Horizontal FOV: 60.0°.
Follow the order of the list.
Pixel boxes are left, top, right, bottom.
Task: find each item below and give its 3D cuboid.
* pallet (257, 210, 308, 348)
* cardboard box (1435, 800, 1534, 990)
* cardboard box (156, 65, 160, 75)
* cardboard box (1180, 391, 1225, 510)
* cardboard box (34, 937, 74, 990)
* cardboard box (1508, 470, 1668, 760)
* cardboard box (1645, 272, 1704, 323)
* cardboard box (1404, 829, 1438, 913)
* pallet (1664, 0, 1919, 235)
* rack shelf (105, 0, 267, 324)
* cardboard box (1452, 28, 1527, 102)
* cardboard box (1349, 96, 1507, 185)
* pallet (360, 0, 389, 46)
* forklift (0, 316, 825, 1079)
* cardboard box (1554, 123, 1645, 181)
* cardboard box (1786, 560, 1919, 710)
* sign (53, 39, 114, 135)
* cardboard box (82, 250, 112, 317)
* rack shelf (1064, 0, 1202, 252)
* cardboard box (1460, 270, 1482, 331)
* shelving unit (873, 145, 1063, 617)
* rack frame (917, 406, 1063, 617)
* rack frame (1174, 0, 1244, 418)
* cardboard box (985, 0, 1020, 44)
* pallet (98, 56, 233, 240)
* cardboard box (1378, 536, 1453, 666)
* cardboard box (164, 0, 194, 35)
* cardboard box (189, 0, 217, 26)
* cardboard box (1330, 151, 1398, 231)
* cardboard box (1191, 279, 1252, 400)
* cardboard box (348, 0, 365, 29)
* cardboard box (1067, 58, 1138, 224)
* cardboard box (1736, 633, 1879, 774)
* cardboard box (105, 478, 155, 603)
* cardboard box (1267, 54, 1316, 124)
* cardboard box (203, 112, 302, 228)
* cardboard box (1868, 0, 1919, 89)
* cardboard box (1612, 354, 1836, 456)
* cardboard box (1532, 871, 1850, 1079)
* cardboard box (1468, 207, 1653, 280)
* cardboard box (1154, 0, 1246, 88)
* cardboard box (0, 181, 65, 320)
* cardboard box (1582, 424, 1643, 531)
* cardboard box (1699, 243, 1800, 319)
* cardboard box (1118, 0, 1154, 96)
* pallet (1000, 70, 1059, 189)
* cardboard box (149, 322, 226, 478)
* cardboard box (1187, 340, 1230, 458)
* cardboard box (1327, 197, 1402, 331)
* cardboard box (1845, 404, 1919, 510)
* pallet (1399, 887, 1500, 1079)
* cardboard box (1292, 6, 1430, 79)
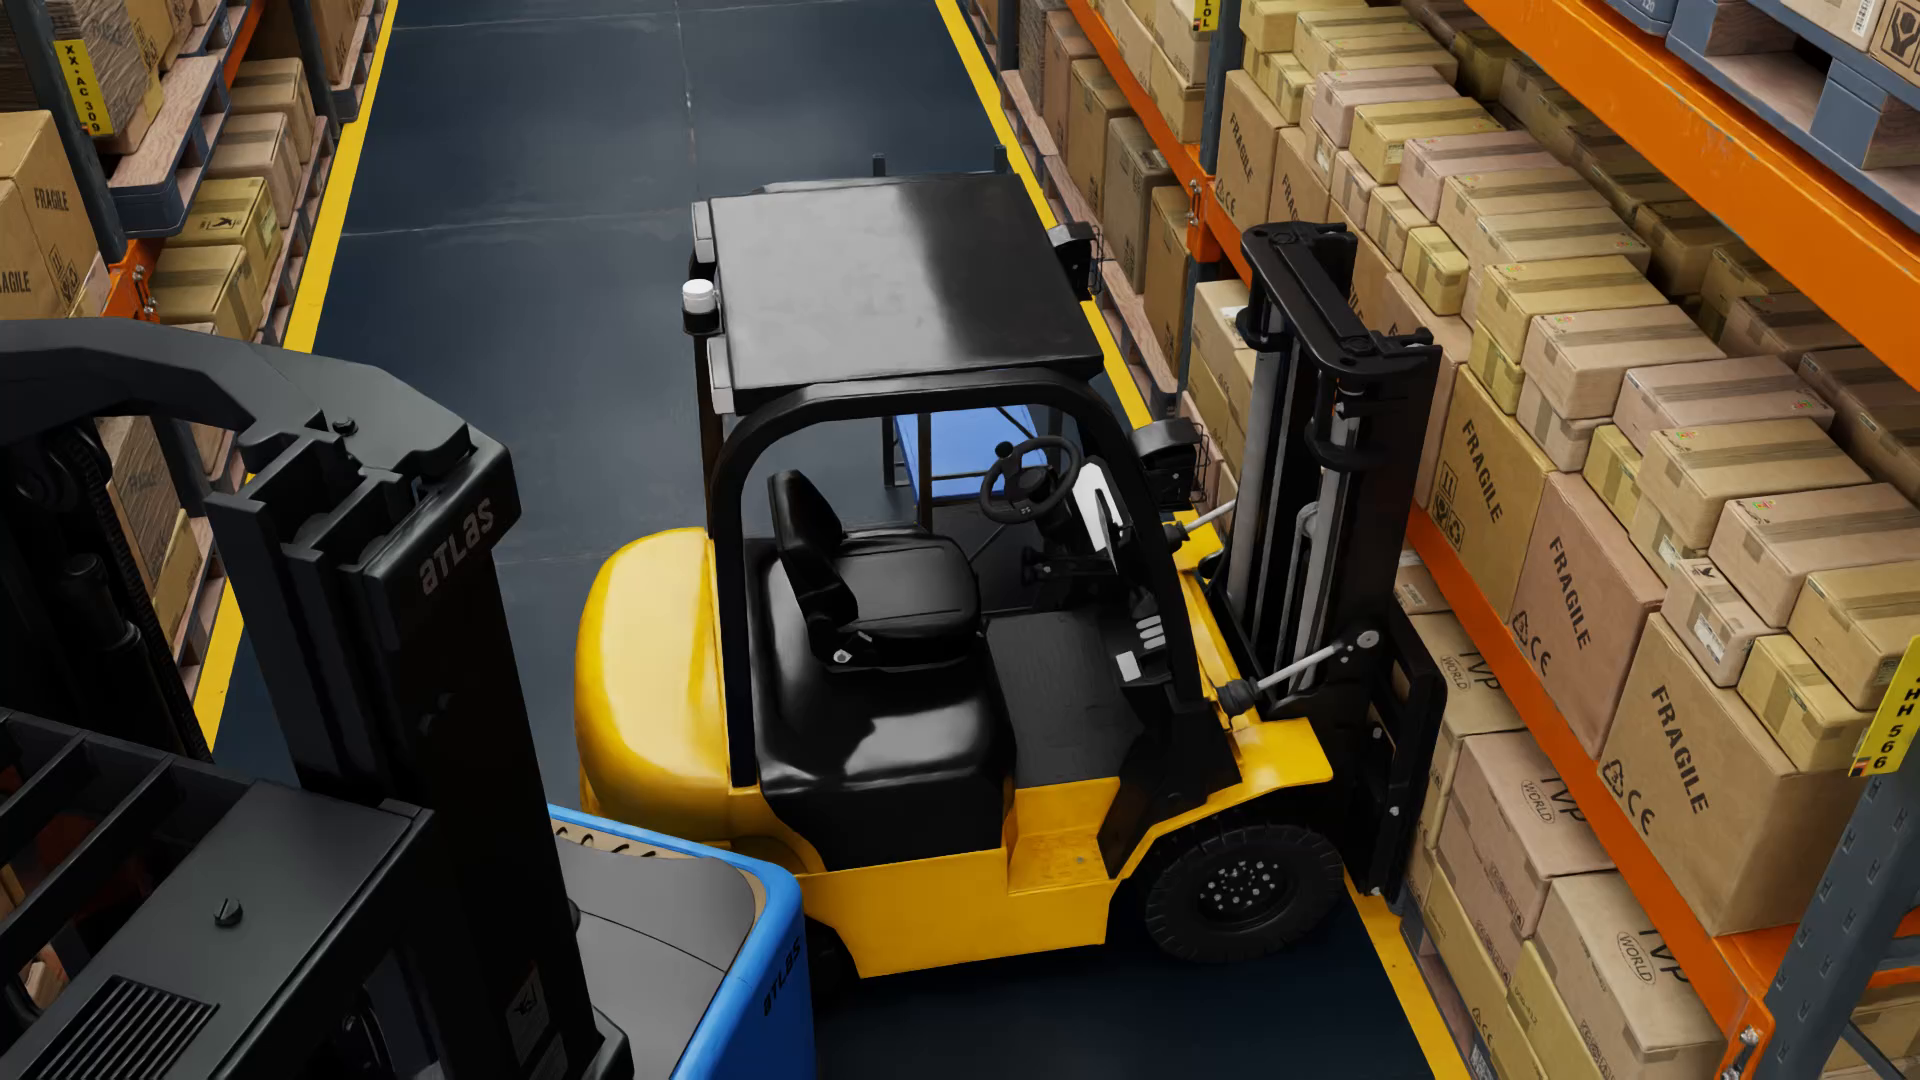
[{"bbox_3d":[-3.808,-1.207,8.131,1.003,0.211,1.213,-6,38,-8],"label":"pallet"},{"bbox_3d":[1.665,0.939,4.588,0.500,0.250,0.500,-7,38,-8],"label":"cardboard box"},{"bbox_3d":[-3.398,-1.848,6.547,0.380,0.149,0.250,-4,38,-5],"label":"cardboard box"},{"bbox_3d":[1.193,-0.388,6.703,0.500,0.250,0.500,-6,38,-7],"label":"cardboard box"},{"bbox_3d":[-2.810,1.082,4.811,0.500,0.250,0.500,-4,38,-5],"label":"cardboard box"},{"bbox_3d":[1.709,0.158,4.020,0.500,0.500,0.500,-5,38,-7],"label":"cardboard box"},{"bbox_3d":[2.085,-0.676,4.565,0.380,0.149,0.250,-6,38,-8],"label":"cardboard box"},{"bbox_3d":[1.585,0.846,5.115,0.500,0.250,0.500,-6,38,-7],"label":"cardboard box"},{"bbox_3d":[2.037,-0.799,2.960,1.003,0.211,1.213,-6,38,-8],"label":"pallet"},{"bbox_3d":[-3.803,-2.023,7.496,1.077,0.370,4.000,-6,38,-8],"label":"rack shelf"},{"bbox_3d":[1.850,-1.574,5.478,0.380,0.149,0.250,-7,38,-8],"label":"cardboard box"},{"bbox_3d":[1.402,-1.202,5.000,0.380,0.149,0.250,-7,38,-9],"label":"cardboard box"},{"bbox_3d":[-4.428,-3.634,11.255,1.003,0.211,1.213,-6,38,-8],"label":"pallet"},{"bbox_3d":[-1.313,1.245,2.759,1.130,2.935,3.031,12,39,15],"label":"forklift"},{"bbox_3d":[1.980,-1.111,4.883,0.380,0.149,0.250,-7,38,-8],"label":"cardboard box"},{"bbox_3d":[1.865,0.174,3.229,0.380,0.149,0.250,-6,38,-8],"label":"cardboard box"},{"bbox_3d":[-2.919,-1.504,5.535,0.100,0.325,0.005,-6,38,-8],"label":"sign"},{"bbox_3d":[-3.096,-0.839,5.589,0.380,0.149,0.250,-7,38,-8],"label":"cardboard box"},{"bbox_3d":[1.083,-2.559,8.186,1.077,0.370,4.000,-6,38,-8],"label":"rack shelf"},{"bbox_3d":[1.594,-0.627,4.502,0.380,0.149,0.250,-6,38,-8],"label":"cardboard box"},{"bbox_3d":[0.015,-0.541,6.224,0.538,1.500,1.048,-6,38,-8],"label":"shelving unit"},{"bbox_3d":[0.104,-0.234,5.828,0.500,1.500,0.032,-6,38,-8],"label":"rack frame"},{"bbox_3d":[1.434,-1.635,6.410,1.000,3.000,0.127,-6,38,-8],"label":"rack frame"},{"bbox_3d":[0.447,-3.462,10.457,0.500,0.500,0.500,-5,38,-7],"label":"cardboard box"},{"bbox_3d":[-3.443,-1.501,6.393,1.003,0.211,1.213,-6,38,-8],"label":"pallet"},{"bbox_3d":[1.472,0.143,5.205,0.500,0.250,0.500,-7,38,-9],"label":"cardboard box"},{"bbox_3d":[-3.414,-2.339,6.649,0.500,0.500,0.500,-6,38,-8],"label":"cardboard box"},{"bbox_3d":[-3.439,-2.324,7.159,0.380,0.149,0.250,-5,38,-6],"label":"cardboard box"},{"bbox_3d":[1.366,-1.084,5.090,0.380,0.149,0.250,-7,38,-8],"label":"cardboard box"},{"bbox_3d":[1.210,-0.784,6.398,0.500,0.250,0.500,-7,38,-9],"label":"cardboard box"},{"bbox_3d":[-4.345,-3.807,10.595,0.875,0.875,0.875,-6,38,-7],"label":"cardboard box"},{"bbox_3d":[1.069,-2.101,8.602,0.875,0.625,0.625,-8,39,-10],"label":"cardboard box"},{"bbox_3d":[1.798,0.306,3.301,0.380,0.149,0.250,-6,38,-7],"label":"cardboard box"},{"bbox_3d":[-2.993,0.160,5.387,0.500,0.500,0.500,-6,38,-7],"label":"cardboard box"},{"bbox_3d":[1.278,-1.554,5.695,0.380,0.149,0.250,-5,38,-7],"label":"cardboard box"},{"bbox_3d":[-3.927,-1.856,8.494,0.950,0.372,0.625,-7,38,-9],"label":"cardboard box"},{"bbox_3d":[1.818,-0.890,2.500,0.500,0.500,0.500,-5,38,-6],"label":"cardboard box"},{"bbox_3d":[1.748,-0.285,3.820,0.380,0.149,0.250,-6,38,-8],"label":"cardboard box"},{"bbox_3d":[1.747,1.061,4.023,0.500,0.250,0.500,-5,38,-6],"label":"cardboard box"},{"bbox_3d":[1.590,-0.752,4.420,0.380,0.149,0.250,-6,38,-7],"label":"cardboard box"},{"bbox_3d":[1.096,-2.043,6.649,0.500,0.250,0.500,-7,38,-9],"label":"cardboard box"},{"bbox_3d":[-3.033,-0.704,4.888,0.500,0.500,0.500,-5,38,-6],"label":"cardboard box"},{"bbox_3d":[1.707,-0.160,3.900,0.380,0.149,0.250,-6,38,-8],"label":"cardboard box"},{"bbox_3d":[2.165,-0.655,4.295,0.380,0.149,0.250,-7,38,-9],"label":"cardboard box"},{"bbox_3d":[0.994,-2.155,7.202,0.500,0.250,0.500,-6,38,-8],"label":"cardboard box"},{"bbox_3d":[0.838,-2.449,9.730,1.003,0.211,1.213,-6,38,-8],"label":"pallet"},{"bbox_3d":[-3.547,-0.544,6.805,0.950,0.372,0.625,-6,38,-7],"label":"cardboard box"},{"bbox_3d":[1.215,-0.587,6.553,0.500,0.250,0.500,-6,38,-8],"label":"cardboard box"},{"bbox_3d":[1.452,-0.760,5.202,0.500,0.500,0.500,-7,38,-8],"label":"cardboard box"},{"bbox_3d":[2.214,-0.178,3.681,0.380,0.149,0.250,-6,38,-7],"label":"cardboard box"},{"bbox_3d":[1.960,1.424,4.744,1.003,0.211,1.213,-6,38,-8],"label":"pallet"},{"bbox_3d":[1.350,-1.678,5.612,0.380,0.149,0.250,-6,38,-7],"label":"cardboard box"}]
